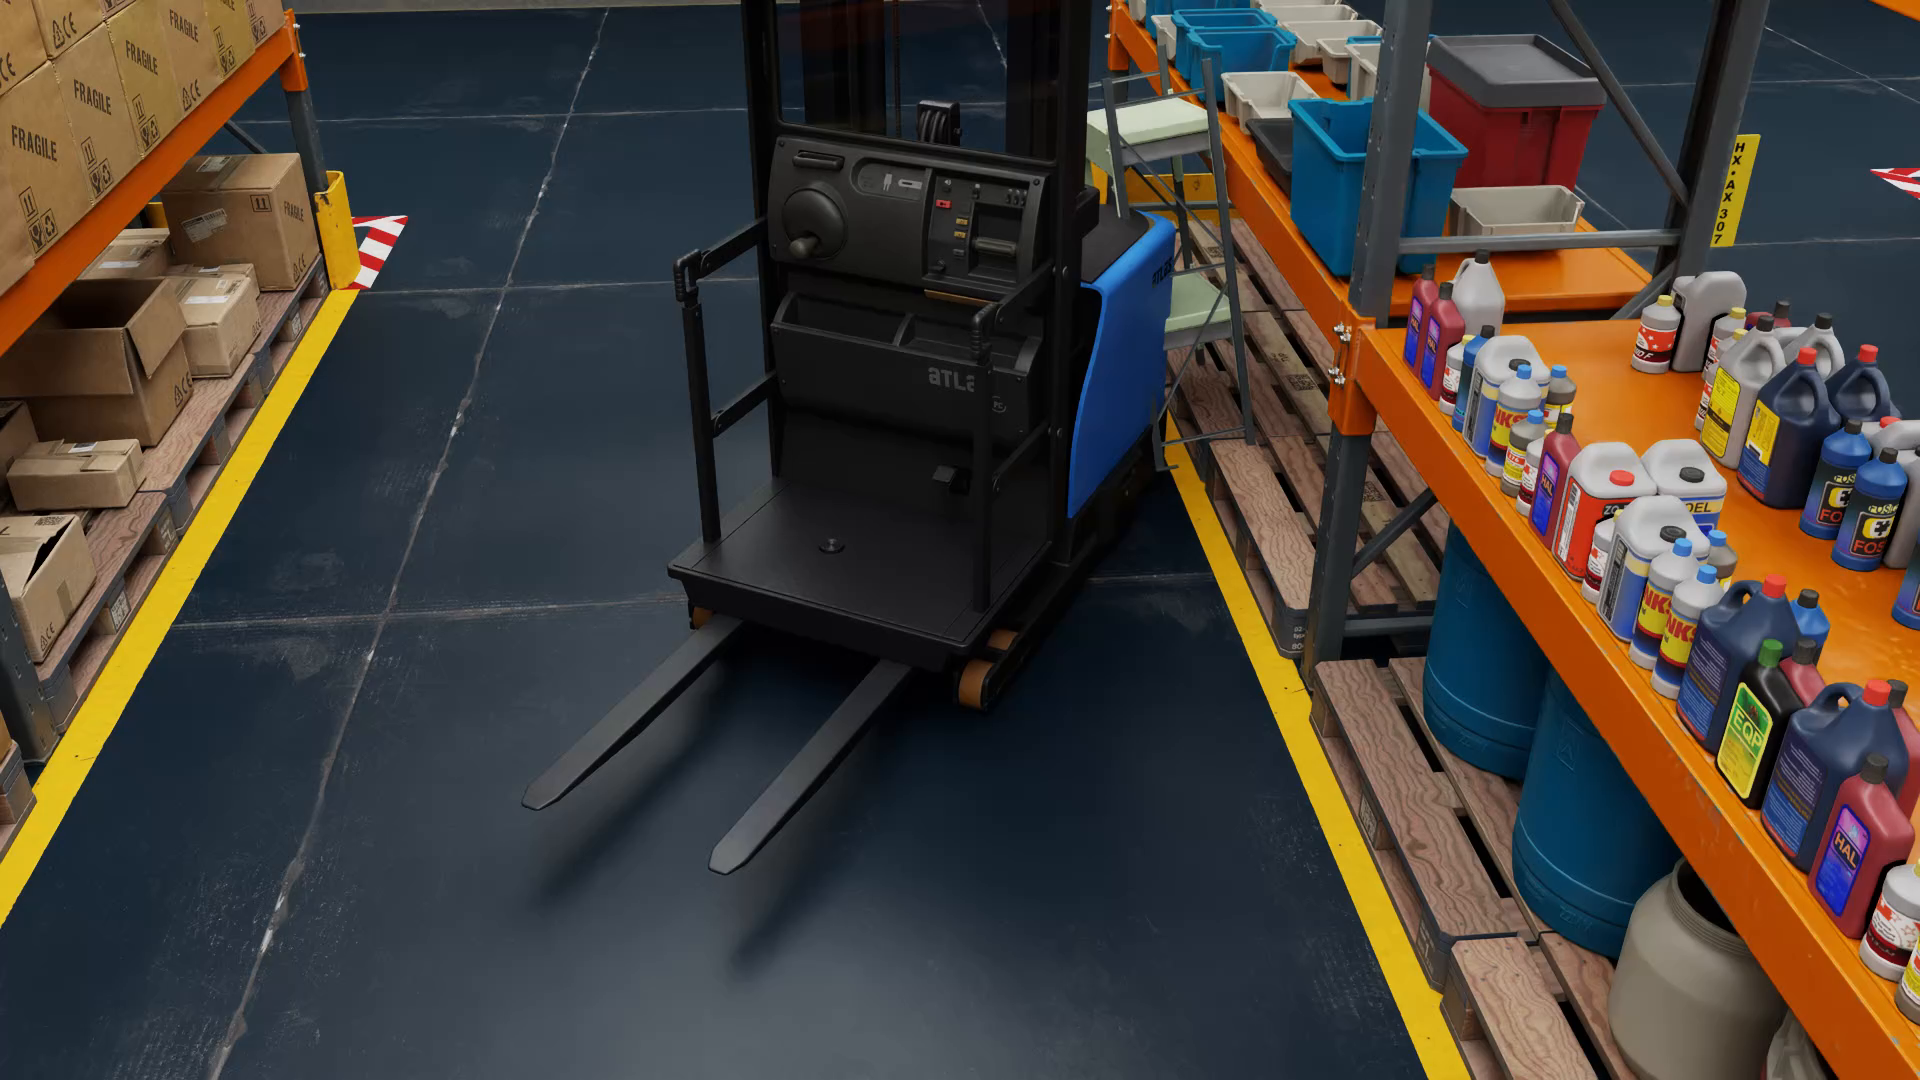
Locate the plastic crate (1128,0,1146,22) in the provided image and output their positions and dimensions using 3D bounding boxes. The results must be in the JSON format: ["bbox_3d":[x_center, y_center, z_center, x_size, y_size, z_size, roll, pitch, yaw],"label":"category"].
[{"bbox_3d":[0.898,-2.486,7.686,0.250,0.136,0.298,-3,31,-5],"label":"plastic crate"}]

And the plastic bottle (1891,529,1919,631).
[{"bbox_3d":[1.980,0.047,3.372,0.097,0.271,0.097,0,31,0],"label":"plastic bottle"}]

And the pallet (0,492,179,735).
[{"bbox_3d":[-3.366,0.241,5.641,1.003,0.211,1.213,-3,31,-5],"label":"pallet"}]

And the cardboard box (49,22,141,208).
[{"bbox_3d":[-3.175,-1.439,5.636,0.500,0.500,0.500,-3,31,-5],"label":"cardboard box"}]

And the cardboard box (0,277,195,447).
[{"bbox_3d":[-3.484,-0.682,6.471,0.797,0.503,0.637,-3,31,-5],"label":"cardboard box"}]

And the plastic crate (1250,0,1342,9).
[{"bbox_3d":[1.511,-2.388,7.522,0.396,0.136,0.243,-3,31,-5],"label":"plastic crate"}]

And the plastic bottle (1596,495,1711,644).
[{"bbox_3d":[1.401,0.058,3.349,0.152,0.276,0.135,-3,31,-5],"label":"plastic bottle"}]

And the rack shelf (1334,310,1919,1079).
[{"bbox_3d":[1.816,0.489,3.208,1.077,0.370,4.000,-3,31,-5],"label":"rack shelf"}]

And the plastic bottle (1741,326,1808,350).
[{"bbox_3d":[2.022,-0.415,4.141,0.152,0.276,0.135,-3,31,-5],"label":"plastic bottle"}]

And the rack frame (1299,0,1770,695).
[{"bbox_3d":[1.629,-0.841,4.733,1.000,3.000,0.127,-3,31,-5],"label":"rack frame"}]

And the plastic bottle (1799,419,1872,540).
[{"bbox_3d":[1.946,-0.141,3.686,0.097,0.271,0.097,0,31,0],"label":"plastic bottle"}]

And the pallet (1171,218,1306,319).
[{"bbox_3d":[1.293,-1.263,8.159,1.003,0.211,1.213,-3,31,-5],"label":"pallet"}]

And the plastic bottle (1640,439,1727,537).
[{"bbox_3d":[1.531,-0.068,3.559,0.152,0.276,0.135,-3,31,-5],"label":"plastic bottle"}]

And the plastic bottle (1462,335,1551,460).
[{"bbox_3d":[1.327,-0.346,4.026,0.152,0.276,0.135,-3,31,-5],"label":"plastic bottle"}]

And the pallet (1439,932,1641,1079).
[{"bbox_3d":[1.777,1.376,3.740,1.003,0.211,1.213,-3,31,-5],"label":"pallet"}]

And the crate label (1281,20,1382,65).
[{"bbox_3d":[1.575,-2.098,7.037,0.396,0.136,0.243,-3,31,-5],"label":"crate label"}]

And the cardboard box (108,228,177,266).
[{"bbox_3d":[-3.980,-1.382,7.990,0.380,0.149,0.250,-3,31,-5],"label":"cardboard box"}]

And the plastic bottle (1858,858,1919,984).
[{"bbox_3d":[1.462,0.575,2.556,0.097,0.201,0.097,0,31,0],"label":"plastic bottle"}]

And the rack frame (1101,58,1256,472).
[{"bbox_3d":[0.829,-0.993,6.201,0.400,1.500,0.023,-12,21,-2],"label":"rack frame"}]

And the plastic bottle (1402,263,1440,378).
[{"bbox_3d":[1.238,-0.583,4.415,0.061,0.283,0.133,-3,31,-5],"label":"plastic bottle"}]

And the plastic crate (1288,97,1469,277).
[{"bbox_3d":[1.246,-1.082,5.093,0.392,0.384,0.575,-3,31,-5],"label":"plastic crate"}]

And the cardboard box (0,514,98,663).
[{"bbox_3d":[-3.127,0.135,5.291,0.500,0.311,0.500,-3,31,-5],"label":"cardboard box"}]

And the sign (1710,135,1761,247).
[{"bbox_3d":[2.177,-0.985,4.704,0.100,0.325,0.005,-3,31,-5],"label":"sign"}]

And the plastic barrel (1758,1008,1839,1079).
[{"bbox_3d":[1.834,1.231,3.207,0.600,0.588,0.708,-3,31,-5],"label":"plastic barrel"}]

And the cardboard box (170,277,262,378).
[{"bbox_3d":[-3.322,-0.904,7.091,0.500,0.250,0.500,-3,31,-5],"label":"cardboard box"}]

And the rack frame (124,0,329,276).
[{"bbox_3d":[-3.677,-2.648,7.758,1.000,3.000,0.127,-3,31,-5],"label":"rack frame"}]

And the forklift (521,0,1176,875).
[{"bbox_3d":[-0.268,-0.967,5.010,1.130,2.935,3.031,14,33,21],"label":"forklift"}]

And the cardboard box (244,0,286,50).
[{"bbox_3d":[-3.364,-2.475,7.371,0.500,0.500,0.500,-2,31,-3],"label":"cardboard box"}]

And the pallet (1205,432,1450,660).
[{"bbox_3d":[1.521,-0.017,6.073,1.003,0.211,1.213,-3,31,-5],"label":"pallet"}]

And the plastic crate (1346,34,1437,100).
[{"bbox_3d":[1.702,-1.801,6.444,0.416,0.233,0.300,-3,31,-5],"label":"plastic crate"}]

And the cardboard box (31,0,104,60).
[{"bbox_3d":[-3.163,-1.858,5.362,0.500,0.500,0.500,-4,31,-6],"label":"cardboard box"}]

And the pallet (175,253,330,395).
[{"bbox_3d":[-3.594,-1.005,7.726,1.003,0.211,1.213,-3,31,-5],"label":"pallet"}]

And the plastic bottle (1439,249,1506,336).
[{"bbox_3d":[1.343,-0.604,4.384,0.144,0.351,0.185,-3,31,-5],"label":"plastic bottle"}]

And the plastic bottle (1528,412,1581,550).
[{"bbox_3d":[1.321,-0.130,3.656,0.061,0.283,0.133,-3,31,-5],"label":"plastic bottle"}]

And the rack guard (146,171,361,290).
[{"bbox_3d":[-3.670,-1.536,8.334,1.175,0.500,0.348,-3,31,-5],"label":"rack guard"}]

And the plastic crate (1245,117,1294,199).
[{"bbox_3d":[1.257,-1.307,5.723,0.437,0.125,0.590,-3,31,-5],"label":"plastic crate"}]

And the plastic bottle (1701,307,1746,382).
[{"bbox_3d":[2.026,-0.512,4.376,0.097,0.201,0.097,0,31,0],"label":"plastic bottle"}]

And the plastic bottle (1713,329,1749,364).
[{"bbox_3d":[1.977,-0.441,4.257,0.097,0.201,0.097,0,31,0],"label":"plastic bottle"}]

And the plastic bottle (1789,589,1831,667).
[{"bbox_3d":[1.546,0.213,3.094,0.097,0.271,0.097,0,31,0],"label":"plastic bottle"}]

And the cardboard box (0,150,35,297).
[{"bbox_3d":[-3.080,-0.922,4.771,0.500,0.500,0.500,-2,31,-3],"label":"cardboard box"}]

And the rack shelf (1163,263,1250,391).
[{"bbox_3d":[0.845,-0.822,6.660,0.431,0.370,0.720,-12,21,-2],"label":"rack shelf"}]

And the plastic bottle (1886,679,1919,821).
[{"bbox_3d":[1.559,0.380,2.802,0.061,0.283,0.133,-3,31,-5],"label":"plastic bottle"}]

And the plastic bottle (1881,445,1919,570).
[{"bbox_3d":[2.081,-0.089,3.595,0.152,0.276,0.135,-3,31,-5],"label":"plastic bottle"}]

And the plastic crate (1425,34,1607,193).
[{"bbox_3d":[1.795,-1.362,5.484,0.402,0.464,0.583,-3,31,-5],"label":"plastic crate"}]

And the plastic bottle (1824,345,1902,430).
[{"bbox_3d":[2.058,-0.272,3.828,0.144,0.351,0.185,-3,31,-5],"label":"plastic bottle"}]

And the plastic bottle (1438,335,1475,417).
[{"bbox_3d":[1.280,-0.422,4.225,0.097,0.201,0.097,0,31,0],"label":"plastic bottle"}]

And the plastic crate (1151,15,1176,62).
[{"bbox_3d":[0.961,-2.140,7.106,0.250,0.136,0.298,-3,31,-5],"label":"plastic crate"}]

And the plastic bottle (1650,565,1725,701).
[{"bbox_3d":[1.394,0.170,3.165,0.097,0.271,0.097,0,31,0],"label":"plastic bottle"}]

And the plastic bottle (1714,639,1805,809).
[{"bbox_3d":[1.403,0.319,2.904,0.061,0.283,0.133,-3,31,-5],"label":"plastic bottle"}]

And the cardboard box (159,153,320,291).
[{"bbox_3d":[-3.381,-1.498,7.841,0.500,0.500,0.500,-3,31,-5],"label":"cardboard box"}]

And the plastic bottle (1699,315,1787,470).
[{"bbox_3d":[1.897,-0.359,3.974,0.144,0.351,0.185,-3,31,-5],"label":"plastic bottle"}]

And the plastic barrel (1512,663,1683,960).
[{"bbox_3d":[1.729,0.520,4.092,0.600,0.901,0.708,-3,31,-5],"label":"plastic barrel"}]

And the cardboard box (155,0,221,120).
[{"bbox_3d":[-3.271,-1.955,6.501,0.500,0.500,0.500,-3,31,-4],"label":"cardboard box"}]

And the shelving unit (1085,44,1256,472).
[{"bbox_3d":[0.789,-1.120,6.542,0.431,1.500,0.755,-12,21,-2],"label":"shelving unit"}]

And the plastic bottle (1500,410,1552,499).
[{"bbox_3d":[1.320,-0.204,3.860,0.097,0.201,0.097,0,31,0],"label":"plastic bottle"}]

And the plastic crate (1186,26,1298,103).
[{"bbox_3d":[1.101,-1.870,6.560,0.416,0.233,0.300,-3,31,-5],"label":"plastic crate"}]
